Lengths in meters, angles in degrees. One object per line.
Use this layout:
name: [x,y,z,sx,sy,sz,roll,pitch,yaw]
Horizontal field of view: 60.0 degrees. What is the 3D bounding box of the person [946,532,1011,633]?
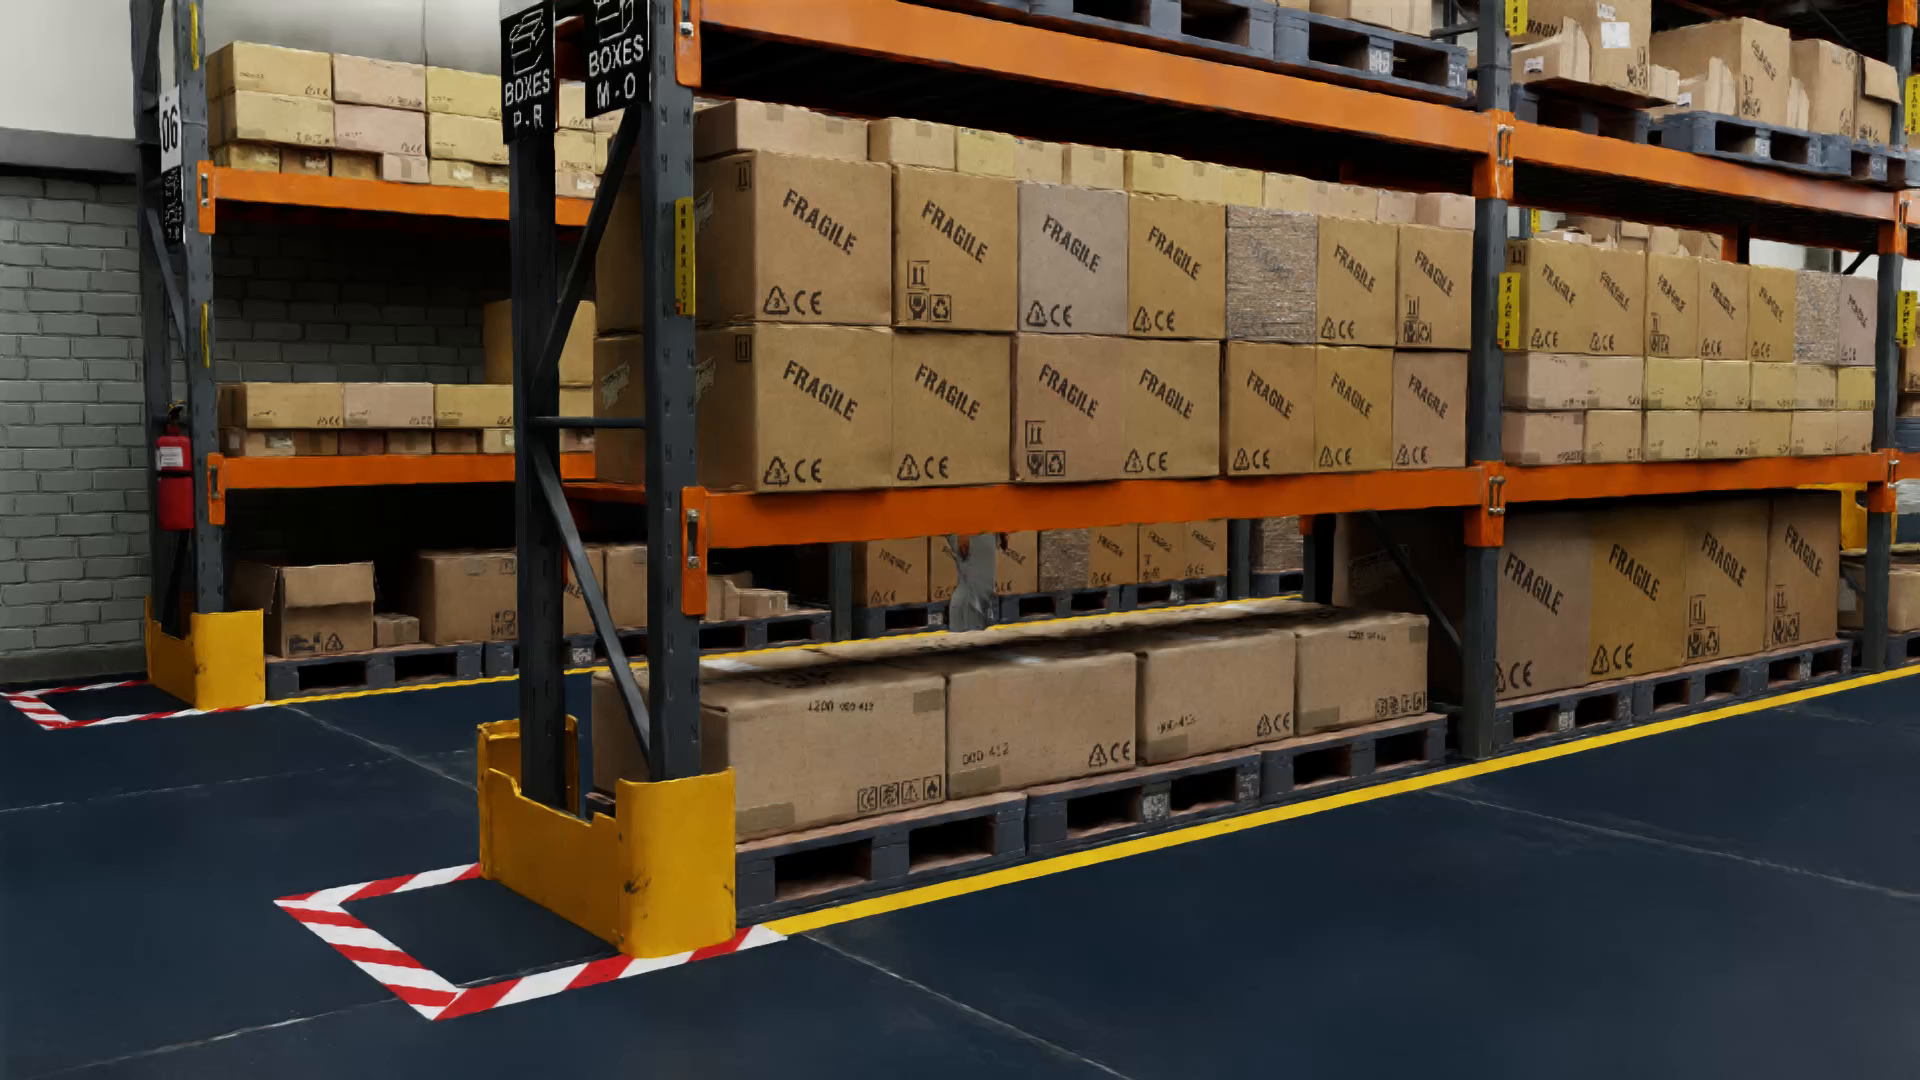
person: [0.104,-0.029,9.942,0.451,1.724,0.519,1,5,15]
